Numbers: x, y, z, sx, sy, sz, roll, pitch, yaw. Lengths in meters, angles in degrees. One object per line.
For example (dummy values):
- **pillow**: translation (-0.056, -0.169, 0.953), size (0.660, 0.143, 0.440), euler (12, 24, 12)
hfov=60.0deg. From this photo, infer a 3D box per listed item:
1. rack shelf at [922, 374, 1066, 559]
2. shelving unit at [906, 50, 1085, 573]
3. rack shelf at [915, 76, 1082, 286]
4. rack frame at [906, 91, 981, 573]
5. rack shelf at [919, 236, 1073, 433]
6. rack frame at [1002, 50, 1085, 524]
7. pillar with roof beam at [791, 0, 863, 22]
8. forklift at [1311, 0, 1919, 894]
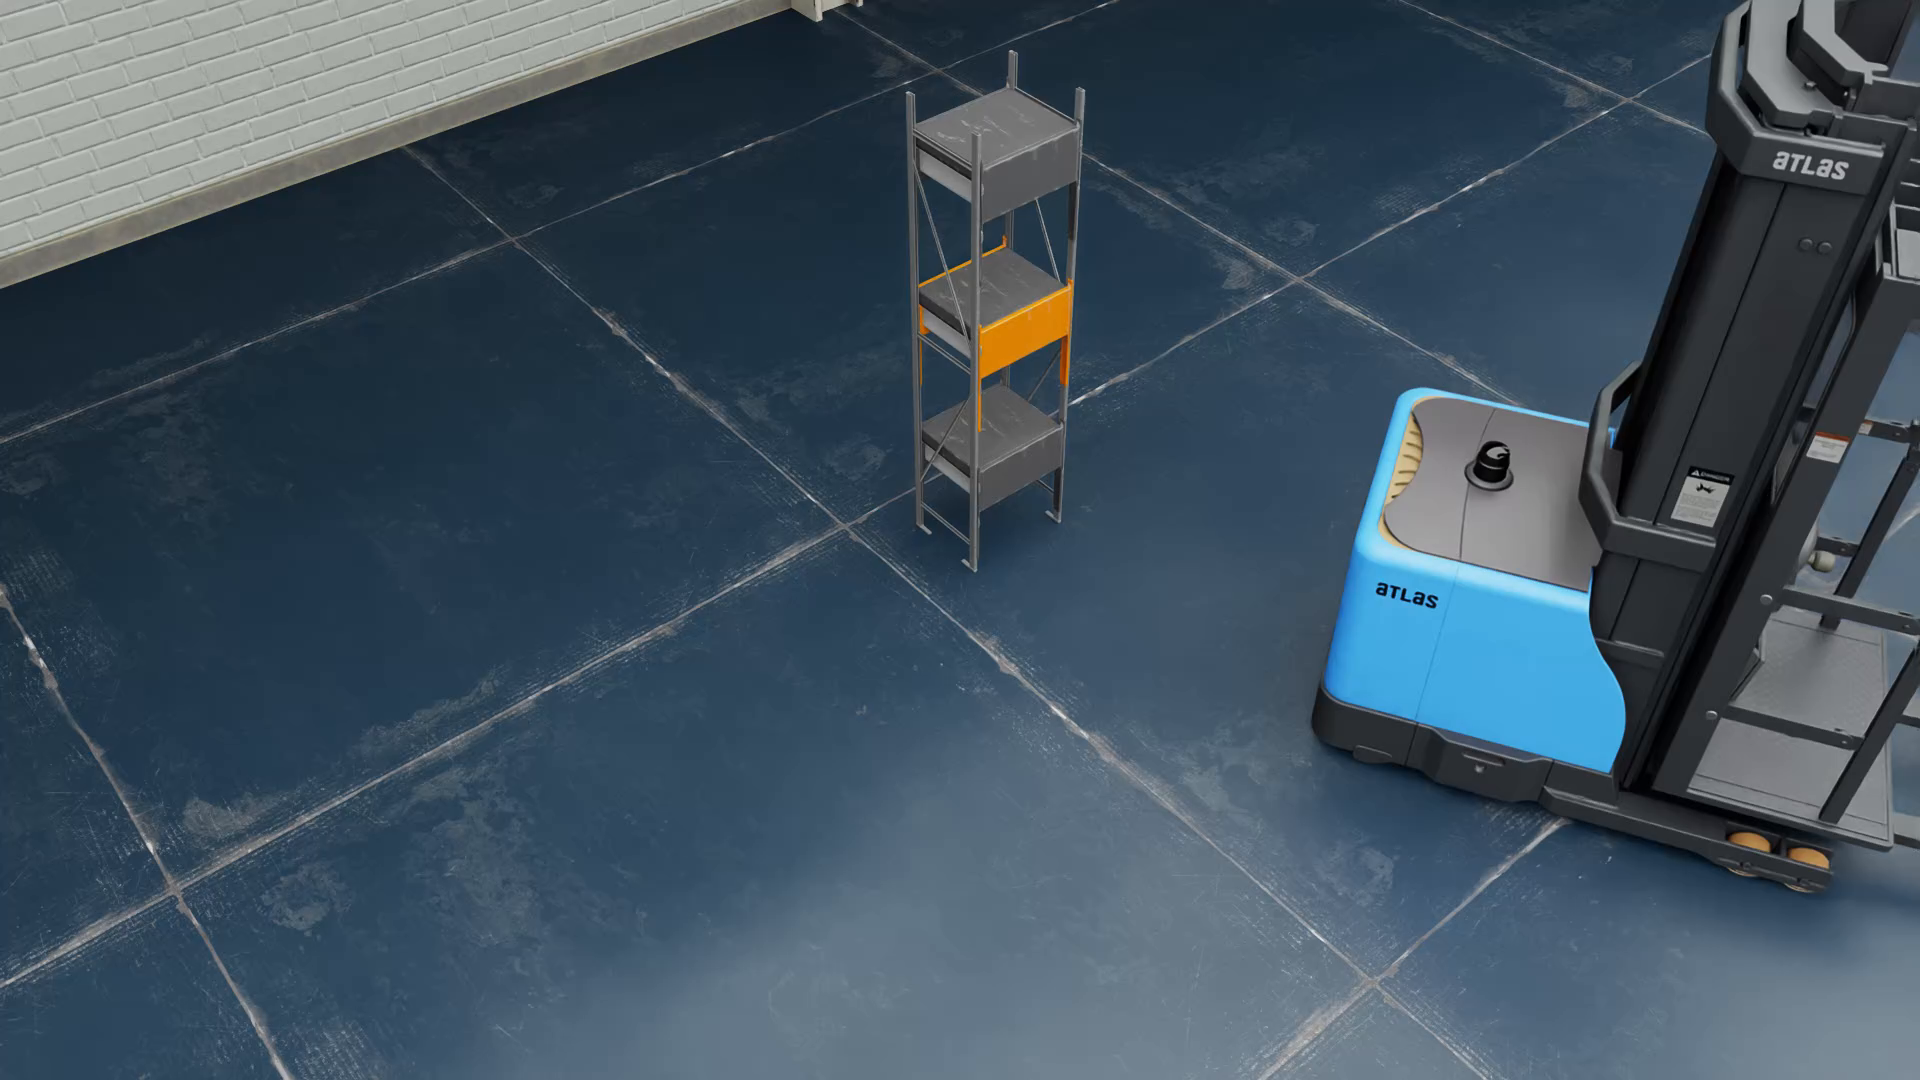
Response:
- **rack shelf**: translation (0.127, -0.318, 7.151), size (0.480, 0.518, 0.431), euler (-30, 51, -28)
- **shelving unit**: translation (0.127, -0.838, 6.662), size (0.503, 2.100, 0.431), euler (-30, 51, -28)
- **rack shelf**: translation (0.127, -1.338, 6.192), size (0.480, 0.518, 0.431), euler (-30, 51, -28)
- **rack frame**: translation (-0.060, -0.731, 6.548), size (0.015, 2.100, 0.400), euler (-30, 51, -28)
- **rack shelf**: translation (0.127, -0.828, 6.672), size (0.480, 0.518, 0.431), euler (-30, 51, -28)
- **rack frame**: translation (0.314, -0.945, 6.776), size (0.015, 2.100, 0.400), euler (-30, 51, -28)
- **pillar with roof beam**: translation (1.868, -4.594, 5.621), size (0.400, 9.000, 9.100), euler (-30, 51, -28)
- **forklift**: translation (2.930, -0.222, 5.399), size (3.031, 2.935, 1.130), euler (15, 45, 15)
